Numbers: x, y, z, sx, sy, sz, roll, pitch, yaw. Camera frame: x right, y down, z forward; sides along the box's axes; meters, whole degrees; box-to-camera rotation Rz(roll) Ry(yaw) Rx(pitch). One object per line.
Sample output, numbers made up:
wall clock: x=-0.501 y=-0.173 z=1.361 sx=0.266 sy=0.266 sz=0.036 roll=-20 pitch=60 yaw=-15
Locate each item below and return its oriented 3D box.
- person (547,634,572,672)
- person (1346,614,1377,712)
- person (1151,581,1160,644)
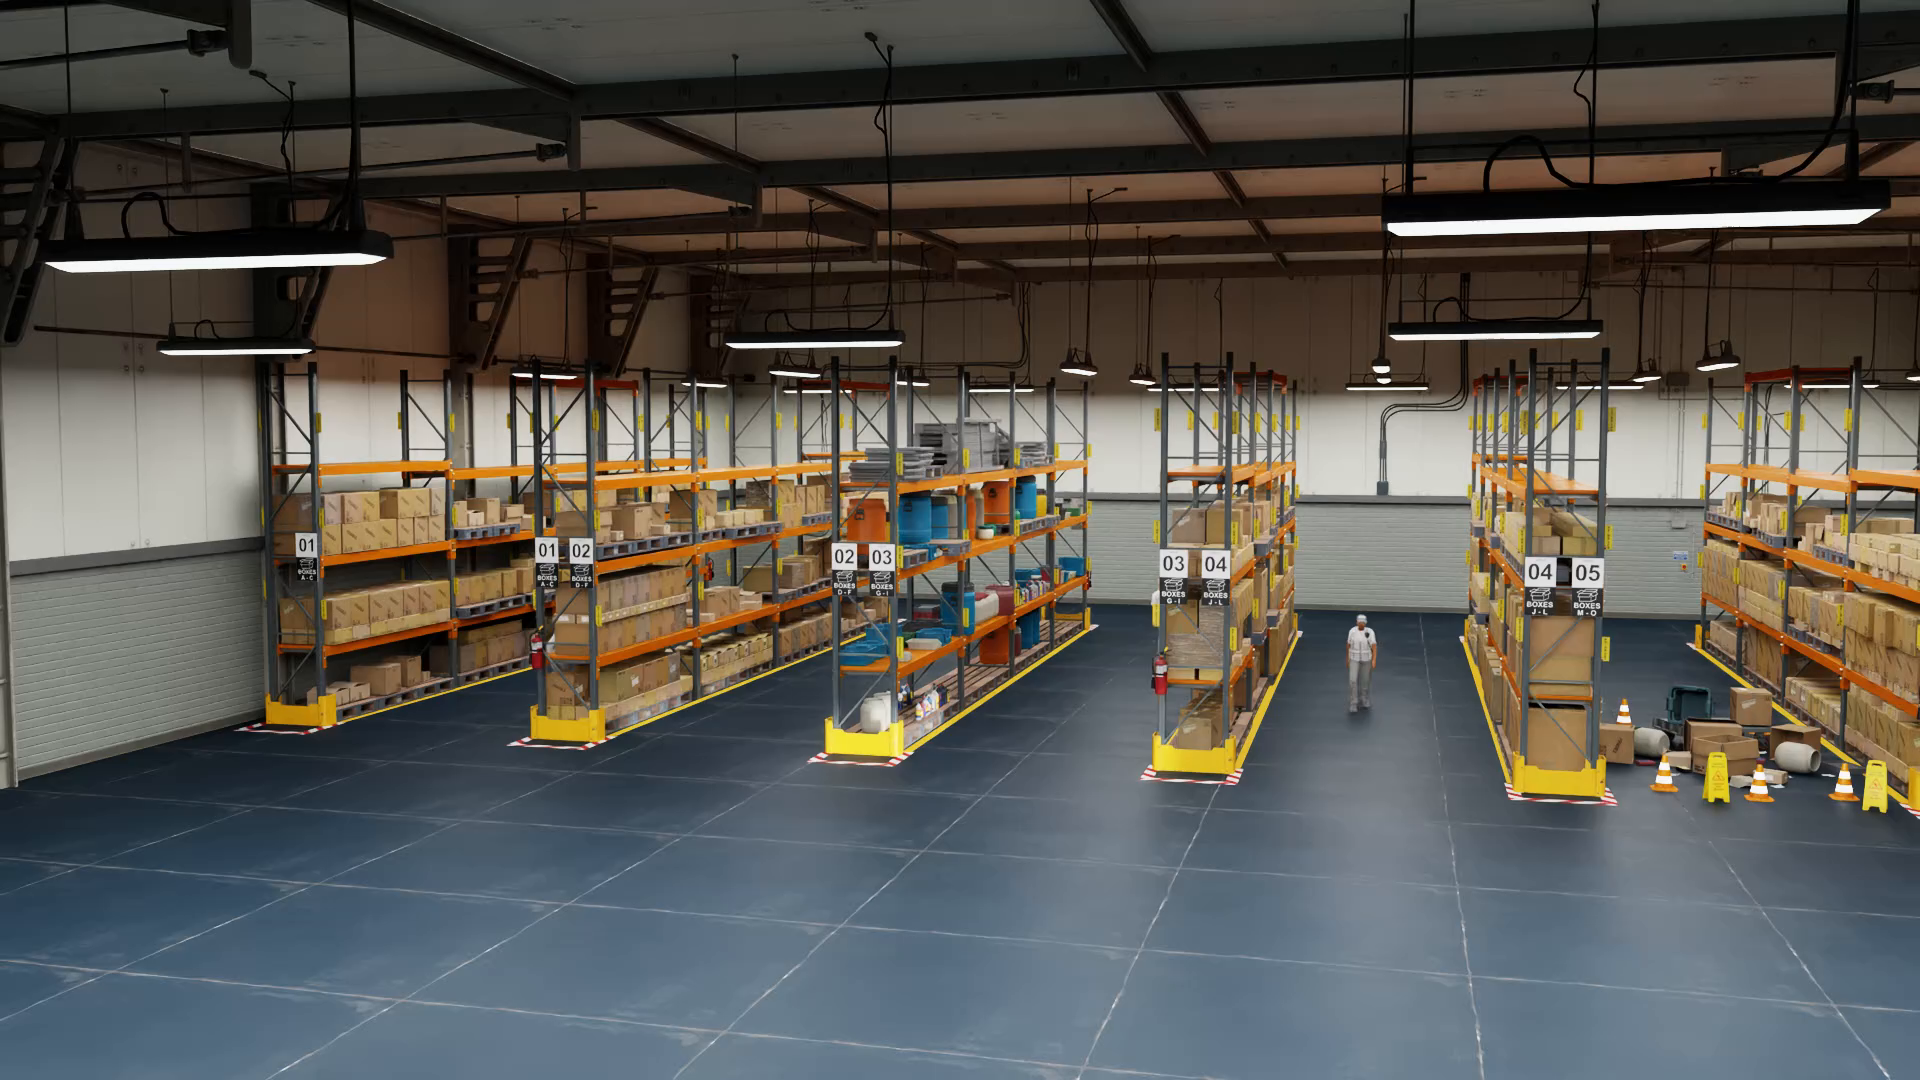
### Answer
person: x=-7.022 y=2.145 z=29.500 sx=0.624 sy=1.581 sz=0.680 roll=1 pitch=4 yaw=17
person: x=7.017 y=2.135 z=29.102 sx=0.522 sy=1.685 sz=0.652 roll=1 pitch=4 yaw=16
person: x=4.330 y=1.661 z=35.046 sx=0.602 sy=1.762 sz=0.514 roll=1 pitch=4 yaw=11
